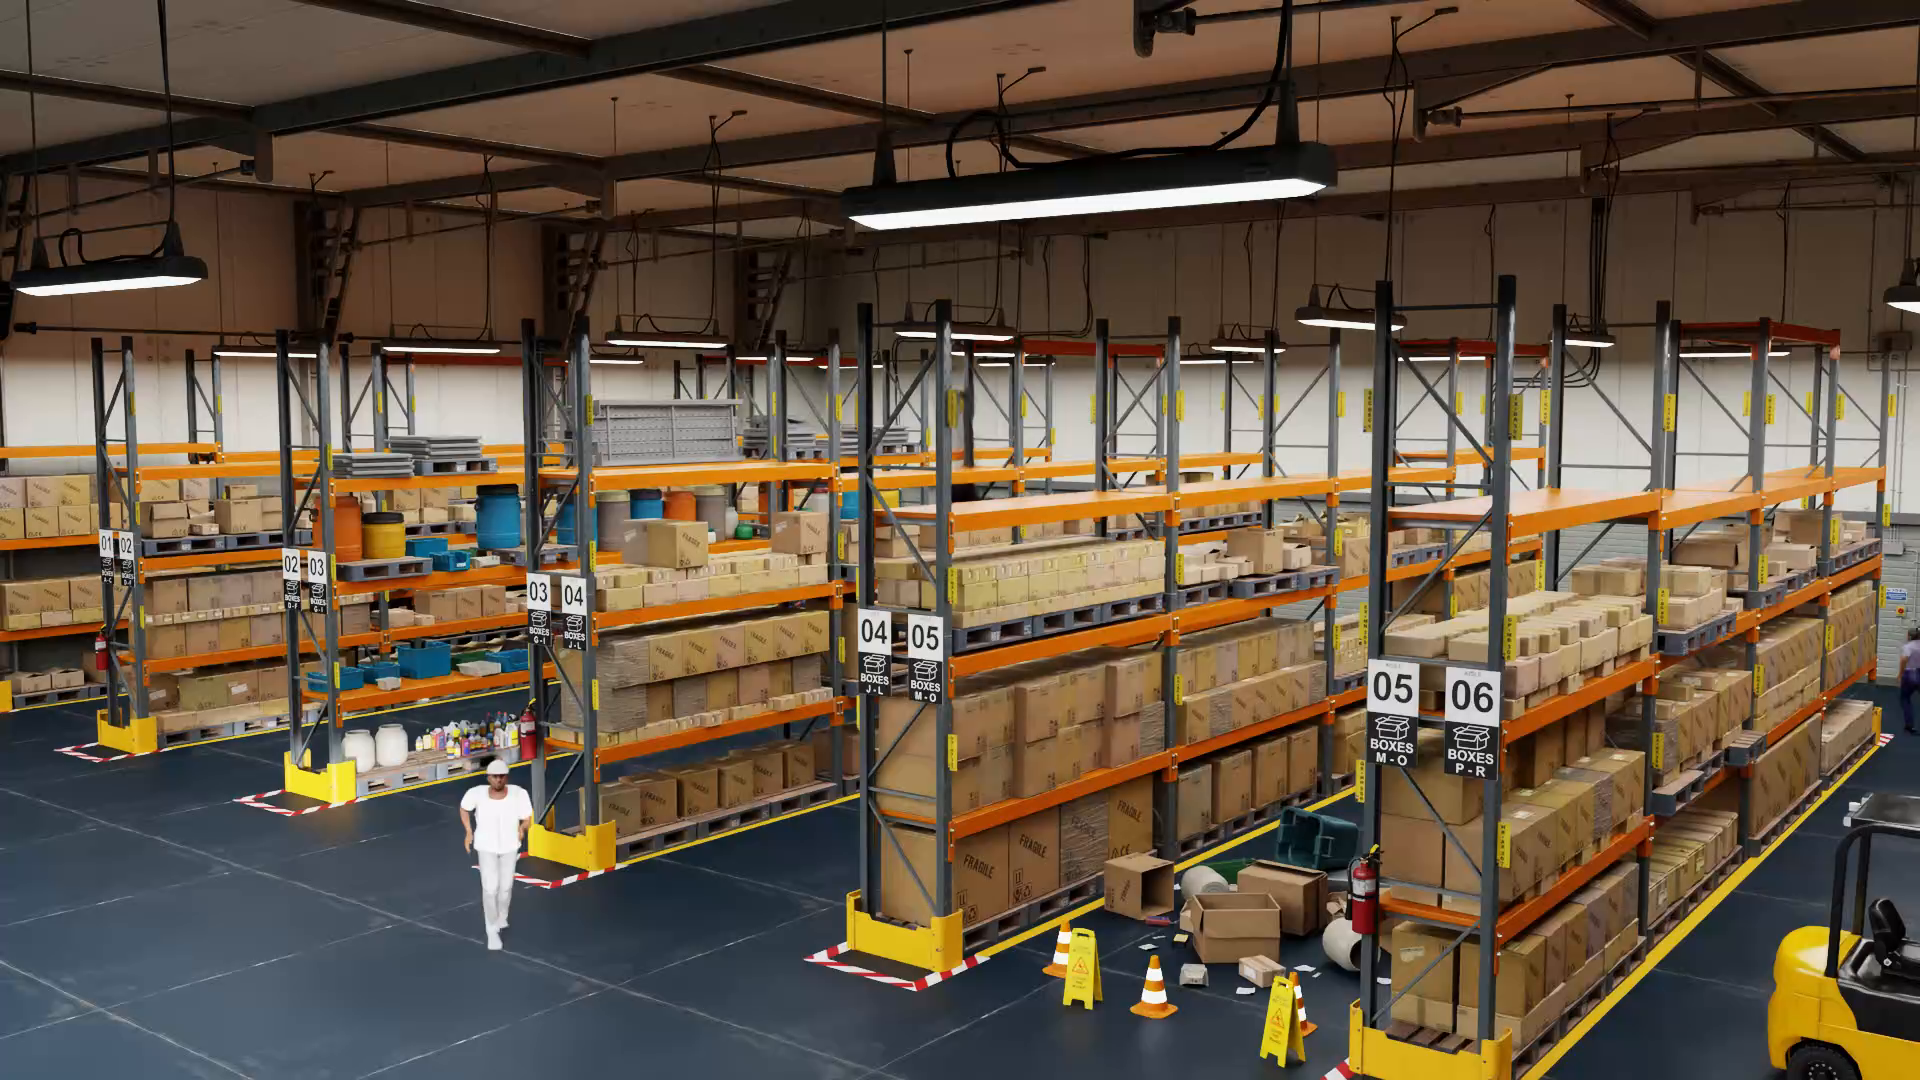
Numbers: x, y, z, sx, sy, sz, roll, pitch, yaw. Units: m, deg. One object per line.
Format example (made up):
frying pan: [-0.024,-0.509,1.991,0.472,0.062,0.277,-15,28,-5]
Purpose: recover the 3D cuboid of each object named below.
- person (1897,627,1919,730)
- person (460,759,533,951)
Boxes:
person: [14.574,2.159,25.356,0.697,1.673,0.797,0,5,2]
person: [-4.355,2.946,15.702,0.626,1.809,0.864,-2,6,-25]
